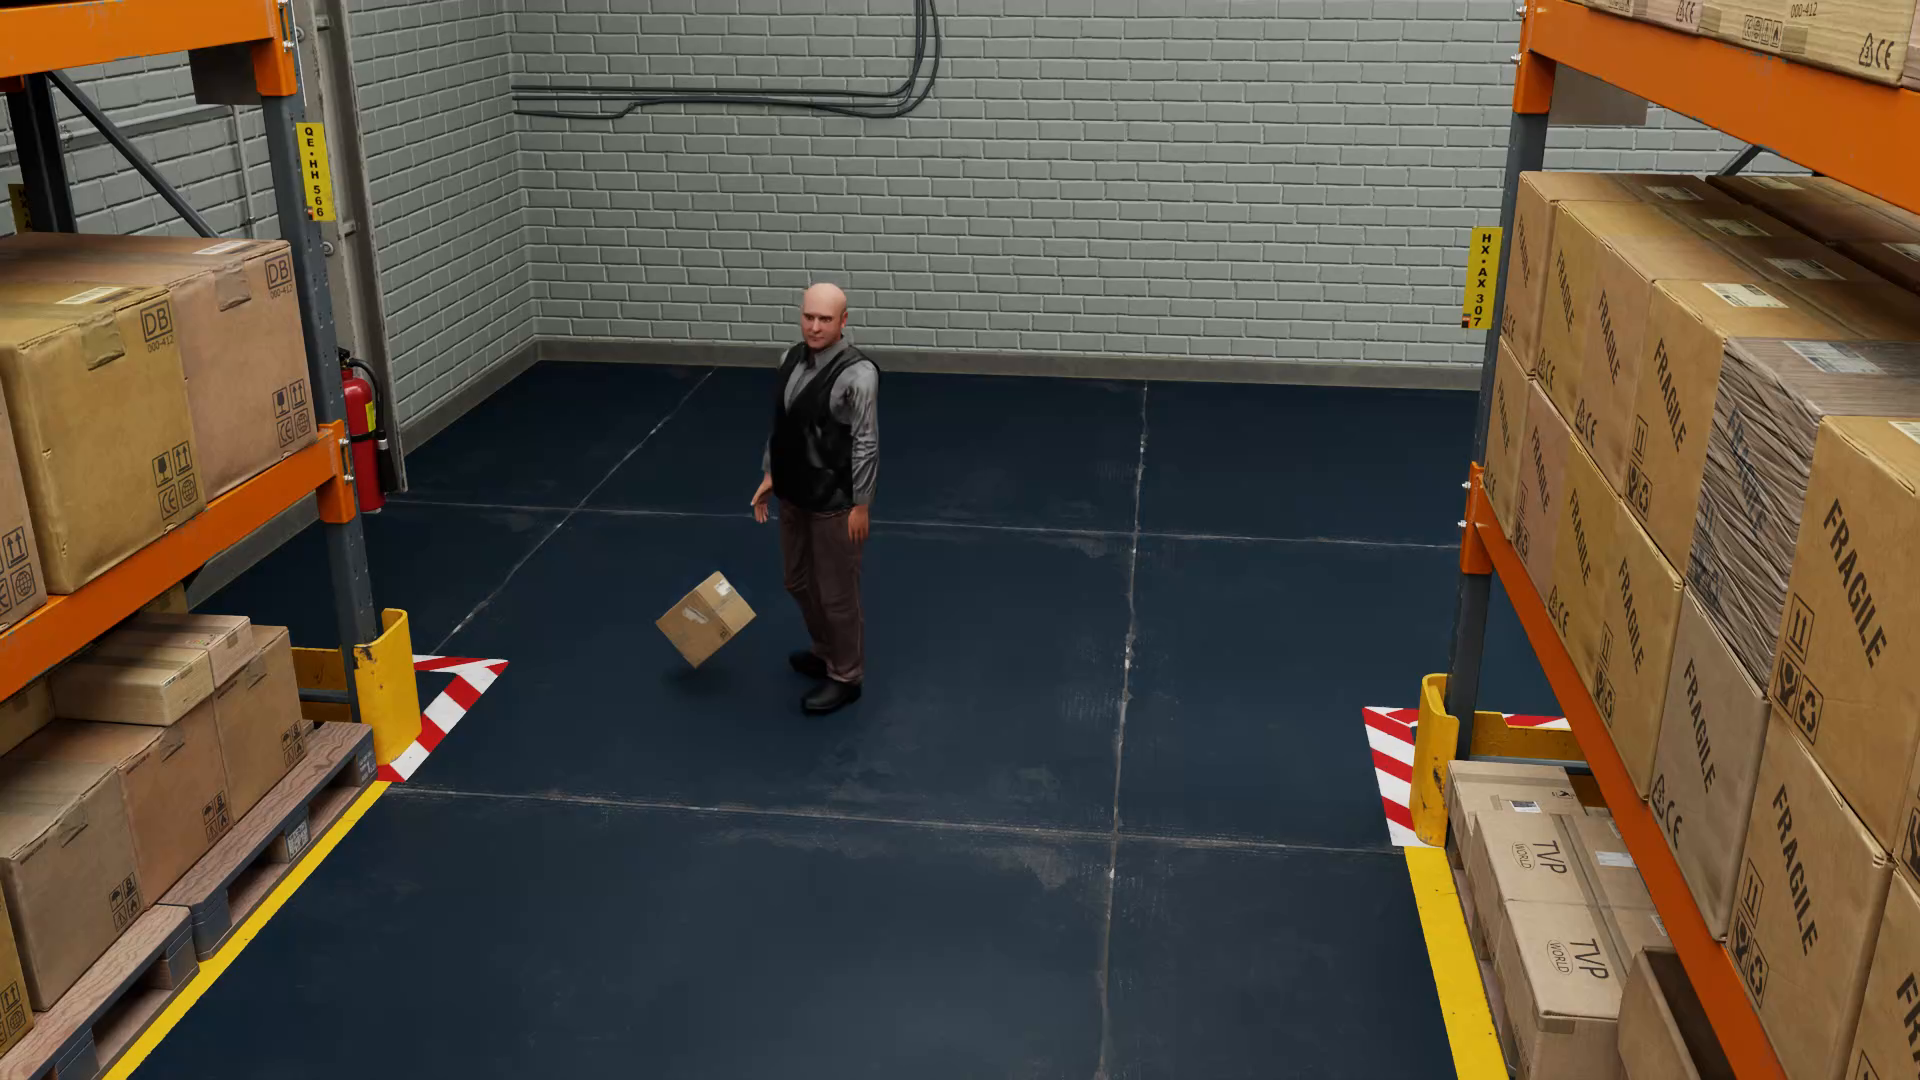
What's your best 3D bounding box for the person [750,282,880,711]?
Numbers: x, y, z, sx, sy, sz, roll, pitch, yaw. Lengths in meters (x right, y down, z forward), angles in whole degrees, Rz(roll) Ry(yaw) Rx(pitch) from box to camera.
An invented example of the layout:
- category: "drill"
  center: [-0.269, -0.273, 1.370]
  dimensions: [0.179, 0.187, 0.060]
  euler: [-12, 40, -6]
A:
- category: "person"
  center: [-0.564, -0.170, 6.522]
  dimensions: [0.418, 1.723, 0.678]
  euler: [-16, 26, -36]
